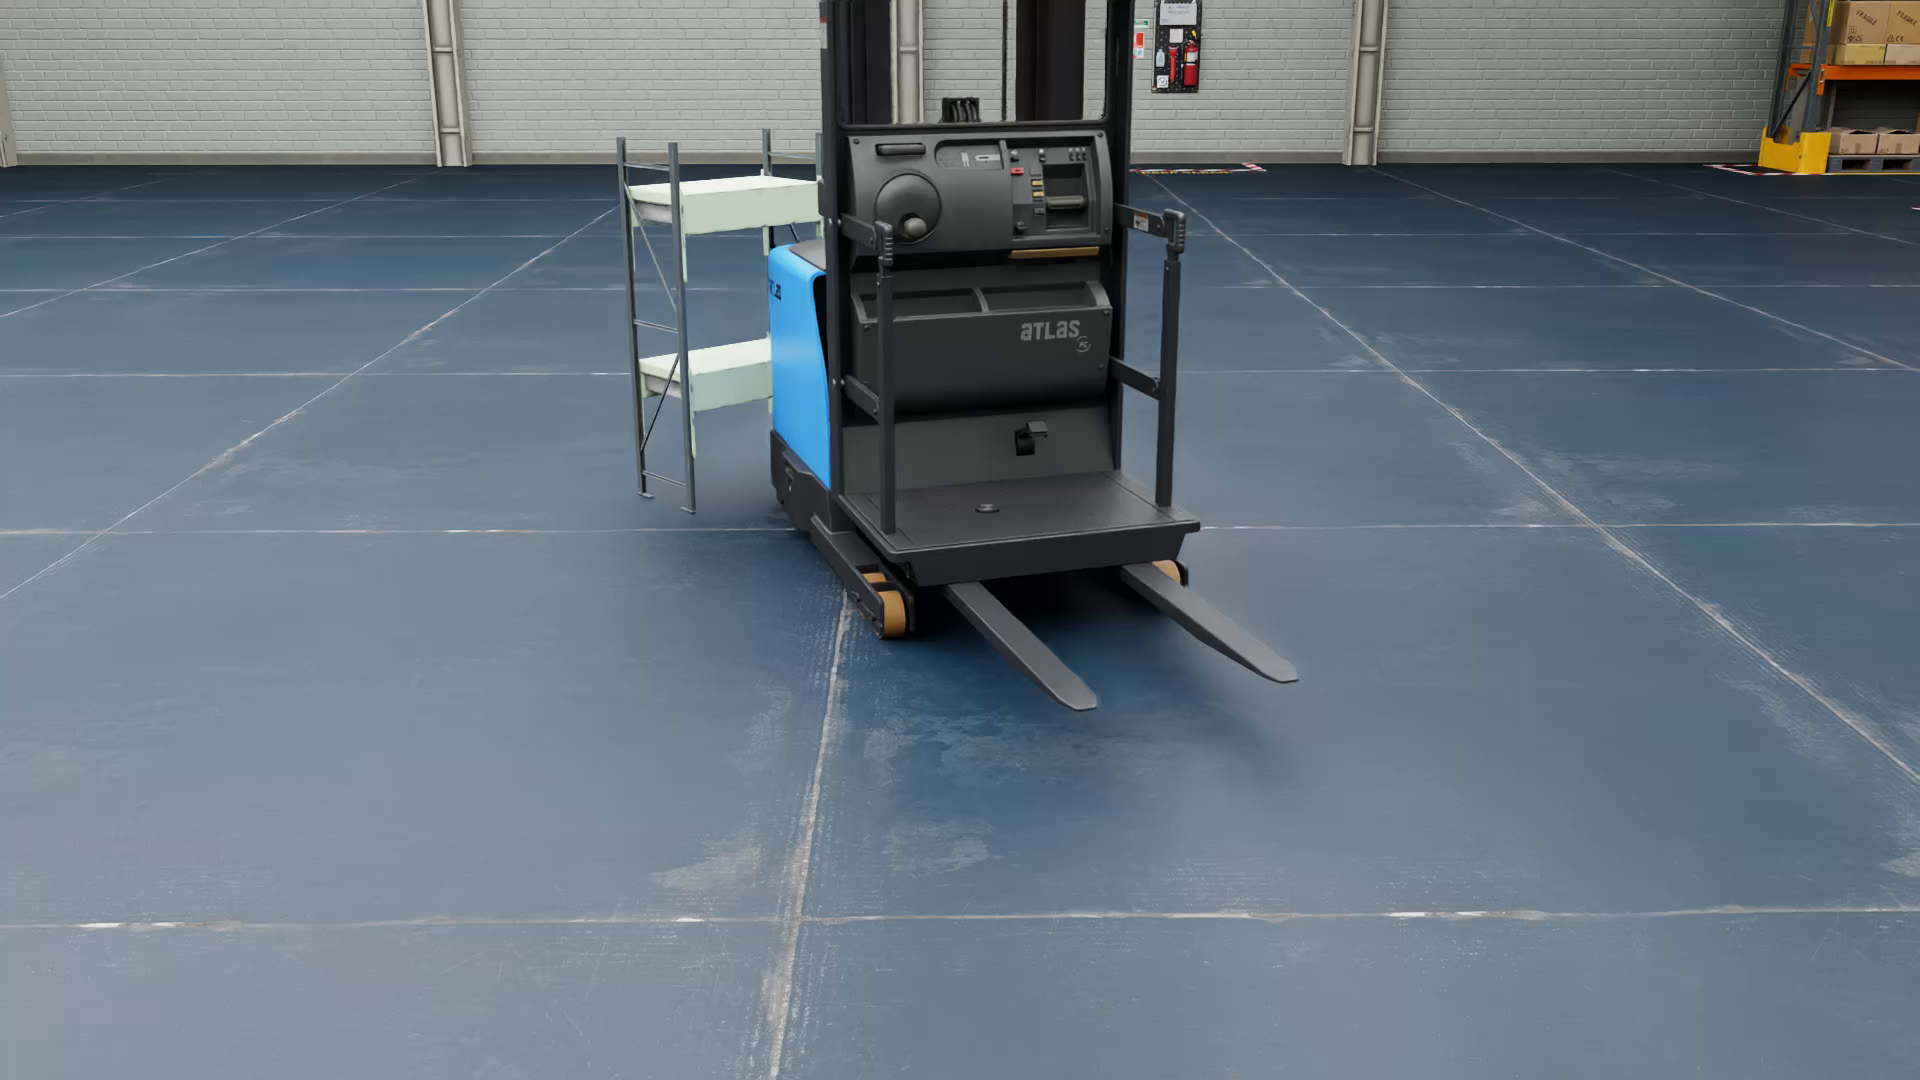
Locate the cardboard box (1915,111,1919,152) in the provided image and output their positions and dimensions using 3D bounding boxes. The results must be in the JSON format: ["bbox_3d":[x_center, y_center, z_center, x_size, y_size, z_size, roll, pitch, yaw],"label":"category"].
[{"bbox_3d":[12.632,-5.192,21.193,0.500,0.500,0.700,-1,18,-4],"label":"cardboard box"}]

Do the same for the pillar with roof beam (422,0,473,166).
[{"bbox_3d":[-6.609,-7.928,16.530,0.400,9.000,9.100,0,18,-1],"label":"pillar with roof beam"}]

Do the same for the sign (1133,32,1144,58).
[{"bbox_3d":[2.296,-6.490,21.809,0.234,0.329,0.001,0,18,-1],"label":"sign"}]

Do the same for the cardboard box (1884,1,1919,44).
[{"bbox_3d":[11.611,-6.411,20.606,0.500,0.500,0.500,0,18,-1],"label":"cardboard box"}]

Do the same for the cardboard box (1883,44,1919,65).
[{"bbox_3d":[11.647,-6.056,20.728,0.500,0.250,0.500,-1,18,-3],"label":"cardboard box"}]

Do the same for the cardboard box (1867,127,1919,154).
[{"bbox_3d":[11.898,-5.113,21.258,0.500,0.311,0.500,1,18,4],"label":"cardboard box"}]

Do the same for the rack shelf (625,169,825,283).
[{"bbox_3d":[-0.975,-1.317,6.921,0.720,0.370,0.431,-16,24,-41],"label":"rack shelf"}]

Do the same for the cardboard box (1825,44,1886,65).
[{"bbox_3d":[11.128,-6.049,20.707,0.500,0.250,0.500,-1,18,-2],"label":"cardboard box"}]

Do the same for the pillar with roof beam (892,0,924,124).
[{"bbox_3d":[-0.609,-7.957,16.620,0.400,9.000,9.100,0,18,-1],"label":"pillar with roof beam"}]

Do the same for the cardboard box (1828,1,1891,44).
[{"bbox_3d":[11.117,-6.411,20.608,0.500,0.500,0.500,0,18,-1],"label":"cardboard box"}]

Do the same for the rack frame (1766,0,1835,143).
[{"bbox_3d":[10.635,-6.206,20.982,0.127,3.000,1.000,0,18,-1],"label":"rack frame"}]

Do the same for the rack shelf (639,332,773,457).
[{"bbox_3d":[-0.975,-0.635,7.140,0.720,0.370,0.431,-16,24,-41],"label":"rack shelf"}]

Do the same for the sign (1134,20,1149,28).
[{"bbox_3d":[2.301,-6.739,21.720,0.331,0.109,0.001,0,18,-1],"label":"sign"}]

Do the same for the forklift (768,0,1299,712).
[{"bbox_3d":[0.149,-1.203,5.501,1.130,2.935,3.031,-6,19,-17],"label":"forklift"}]

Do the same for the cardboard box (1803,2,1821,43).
[{"bbox_3d":[11.103,-6.568,21.096,0.500,0.500,0.500,0,18,-1],"label":"cardboard box"}]

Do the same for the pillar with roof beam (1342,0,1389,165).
[{"bbox_3d":[5.390,-7.986,16.710,0.400,9.000,9.100,0,18,-1],"label":"pillar with roof beam"}]

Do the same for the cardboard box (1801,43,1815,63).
[{"bbox_3d":[11.099,-6.205,21.193,0.500,0.250,0.500,0,18,0],"label":"cardboard box"}]

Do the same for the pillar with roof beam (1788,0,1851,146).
[{"bbox_3d":[11.389,-8.015,16.801,0.400,9.000,9.100,0,18,-1],"label":"pillar with roof beam"}]

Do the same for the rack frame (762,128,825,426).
[{"bbox_3d":[-0.711,-1.023,7.281,0.023,1.500,0.400,-16,24,-41],"label":"rack frame"}]

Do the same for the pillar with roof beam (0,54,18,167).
[{"bbox_3d":[-12.608,-7.899,16.440,0.400,9.000,9.100,0,18,-1],"label":"pillar with roof beam"}]

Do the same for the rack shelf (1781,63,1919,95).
[{"bbox_3d":[12.635,-5.873,21.122,4.000,0.370,1.077,0,18,-1],"label":"rack shelf"}]

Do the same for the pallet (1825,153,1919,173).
[{"bbox_3d":[11.524,-4.871,21.387,1.213,0.211,1.003,0,18,-1],"label":"pallet"}]

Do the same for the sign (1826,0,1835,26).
[{"bbox_3d":[10.644,-6.452,20.333,0.005,0.325,0.100,0,18,-1],"label":"sign"}]

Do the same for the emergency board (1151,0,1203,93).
[{"bbox_3d":[2.850,-6.444,21.725,0.643,1.169,0.194,0,18,-1],"label":"emergency board"}]

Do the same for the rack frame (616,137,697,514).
[{"bbox_3d":[-1.239,-0.868,6.799,0.023,1.500,0.400,-16,24,-41],"label":"rack frame"}]

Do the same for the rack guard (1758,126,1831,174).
[{"bbox_3d":[10.711,-5.016,21.365,0.348,0.500,1.175,0,18,-1],"label":"rack guard"}]

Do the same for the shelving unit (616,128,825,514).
[{"bbox_3d":[-0.975,-0.946,7.040,0.755,1.500,0.431,-16,24,-41],"label":"shelving unit"}]

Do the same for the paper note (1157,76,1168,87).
[{"bbox_3d":[2.672,-6.045,21.922,0.142,0.148,0.016,0,18,-1],"label":"paper note"}]

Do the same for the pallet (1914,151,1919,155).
[{"bbox_3d":[12.741,-4.876,21.403,1.213,0.211,1.003,0,18,-1],"label":"pallet"}]

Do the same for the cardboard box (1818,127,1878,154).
[{"bbox_3d":[11.328,-5.111,21.250,0.500,0.311,0.500,-2,18,-7],"label":"cardboard box"}]
